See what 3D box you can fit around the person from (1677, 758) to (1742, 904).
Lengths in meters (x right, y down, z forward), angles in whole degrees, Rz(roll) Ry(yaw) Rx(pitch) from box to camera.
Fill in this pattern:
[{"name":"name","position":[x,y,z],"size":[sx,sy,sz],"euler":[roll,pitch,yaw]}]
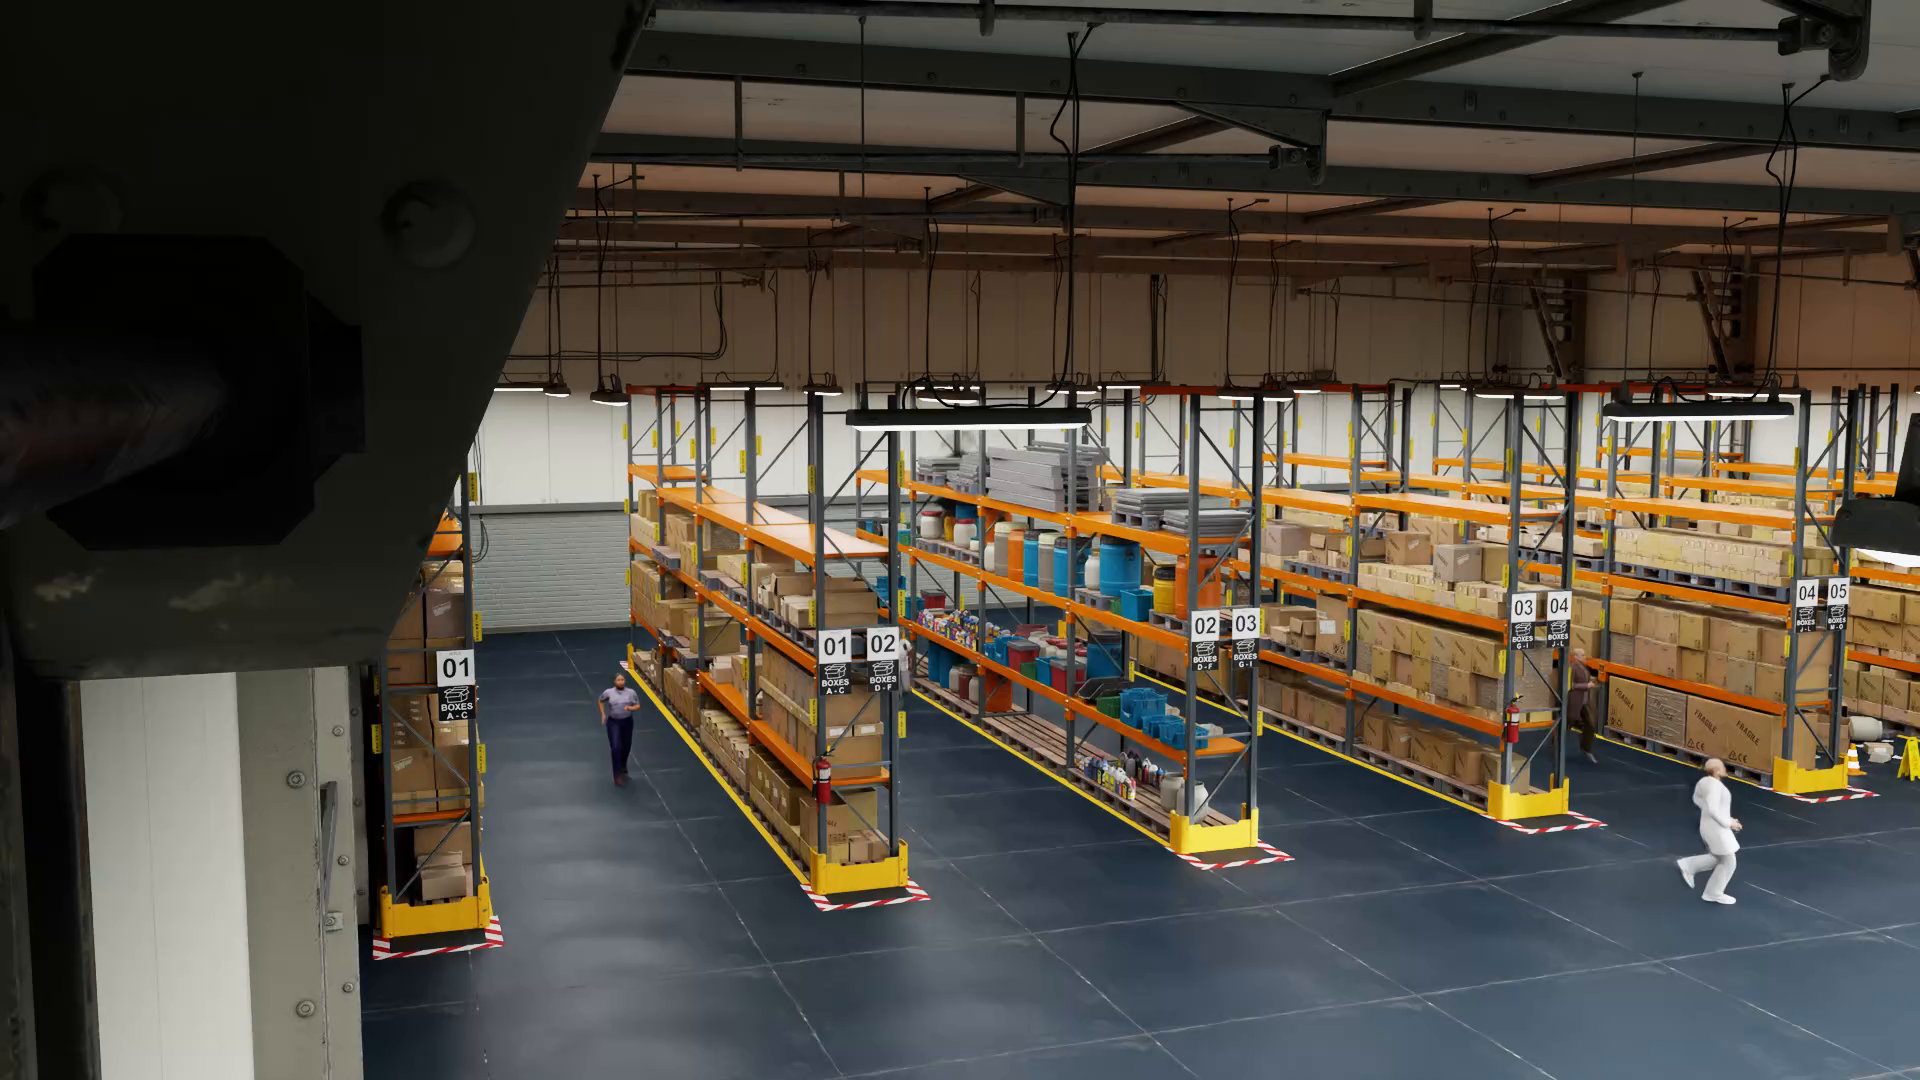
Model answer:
[{"name":"person","position":[8.894,3.445,19.721],"size":[0.652,1.739,0.712],"euler":[1,6,10]}]

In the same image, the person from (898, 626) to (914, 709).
[{"name":"person","position":[-1.080,2.322,30.083],"size":[0.597,1.572,0.646],"euler":[-1,6,-13]}]

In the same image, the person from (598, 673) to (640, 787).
[{"name":"person","position":[-5.219,2.870,25.543],"size":[0.589,1.688,0.847],"euler":[-3,6,-23]}]

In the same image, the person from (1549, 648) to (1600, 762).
[{"name":"person","position":[9.973,2.668,26.940],"size":[0.692,1.863,0.881],"euler":[-4,7,-33]}]
